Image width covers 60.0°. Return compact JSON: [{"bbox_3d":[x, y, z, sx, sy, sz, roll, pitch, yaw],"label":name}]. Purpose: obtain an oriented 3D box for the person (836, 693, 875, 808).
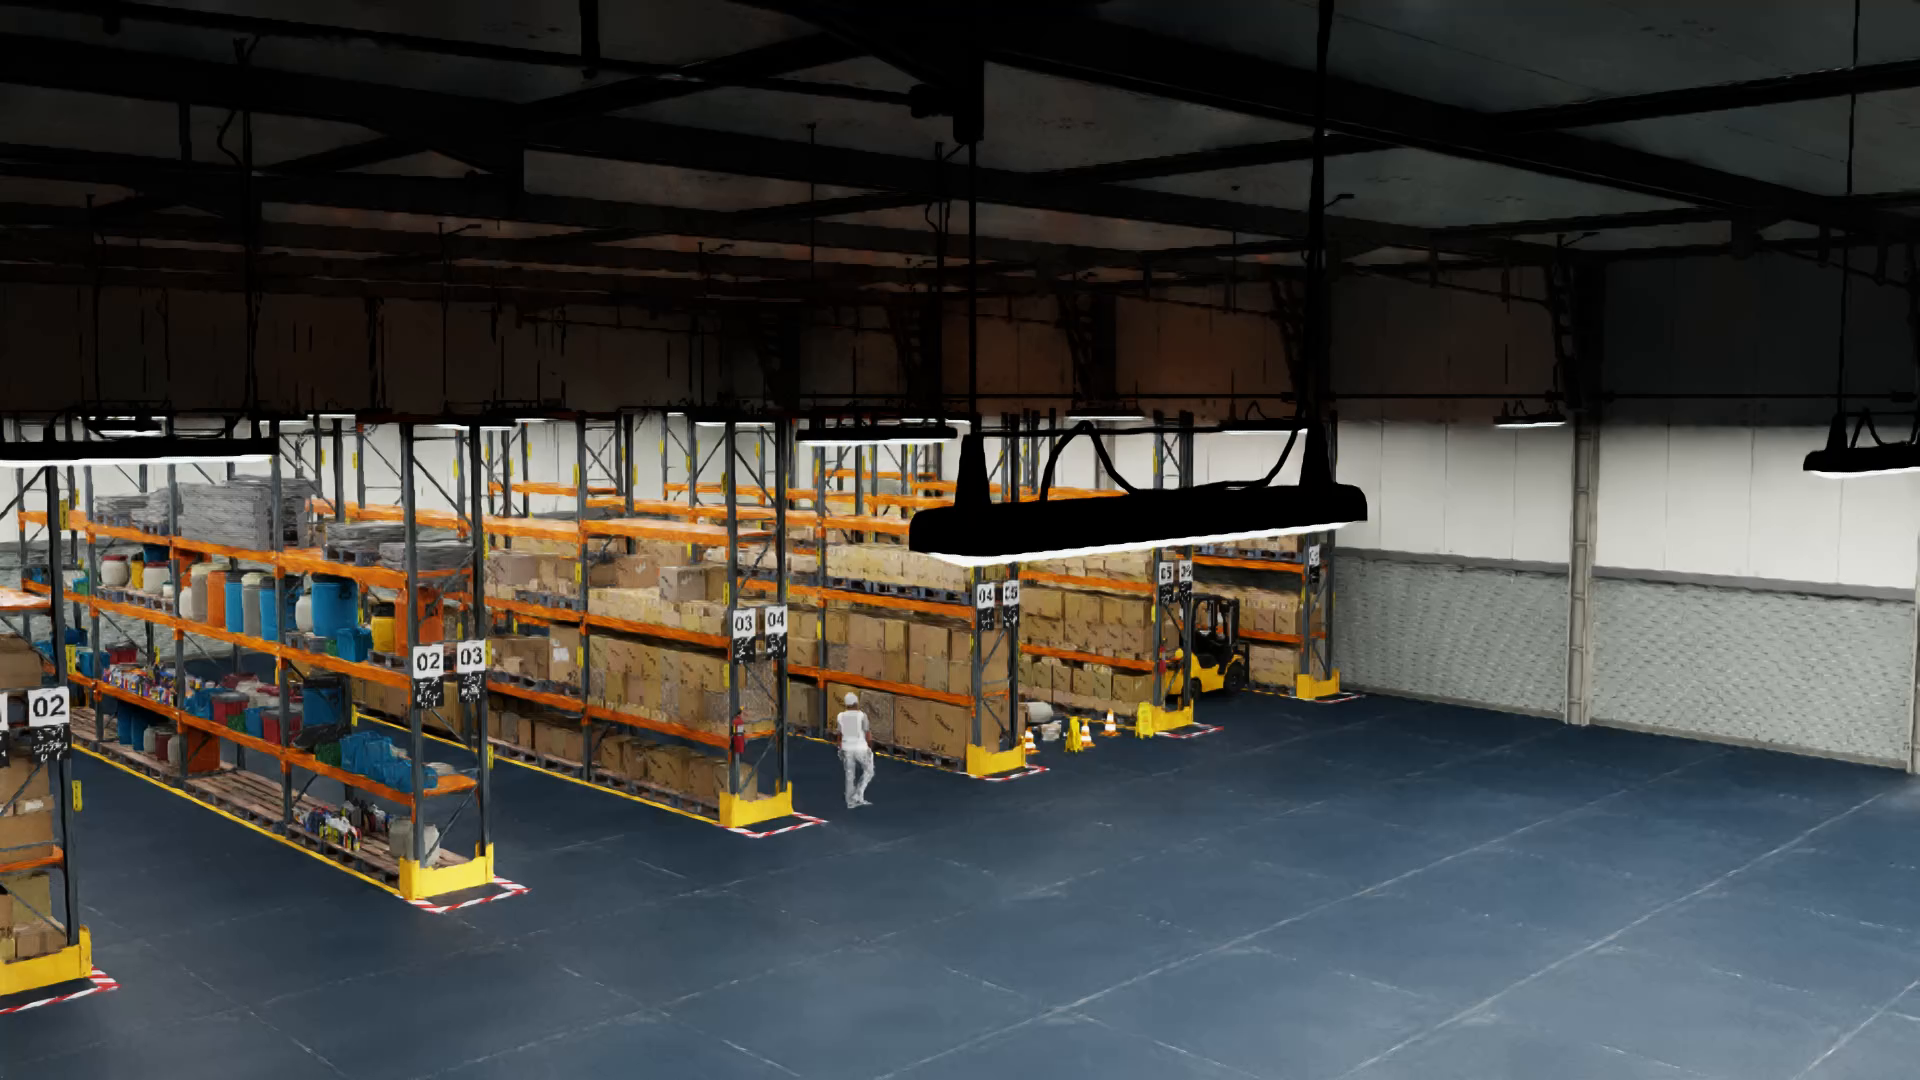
[{"bbox_3d":[-1.612,3.226,25.502,0.600,1.780,0.447,2,5,18],"label":"person"}]
